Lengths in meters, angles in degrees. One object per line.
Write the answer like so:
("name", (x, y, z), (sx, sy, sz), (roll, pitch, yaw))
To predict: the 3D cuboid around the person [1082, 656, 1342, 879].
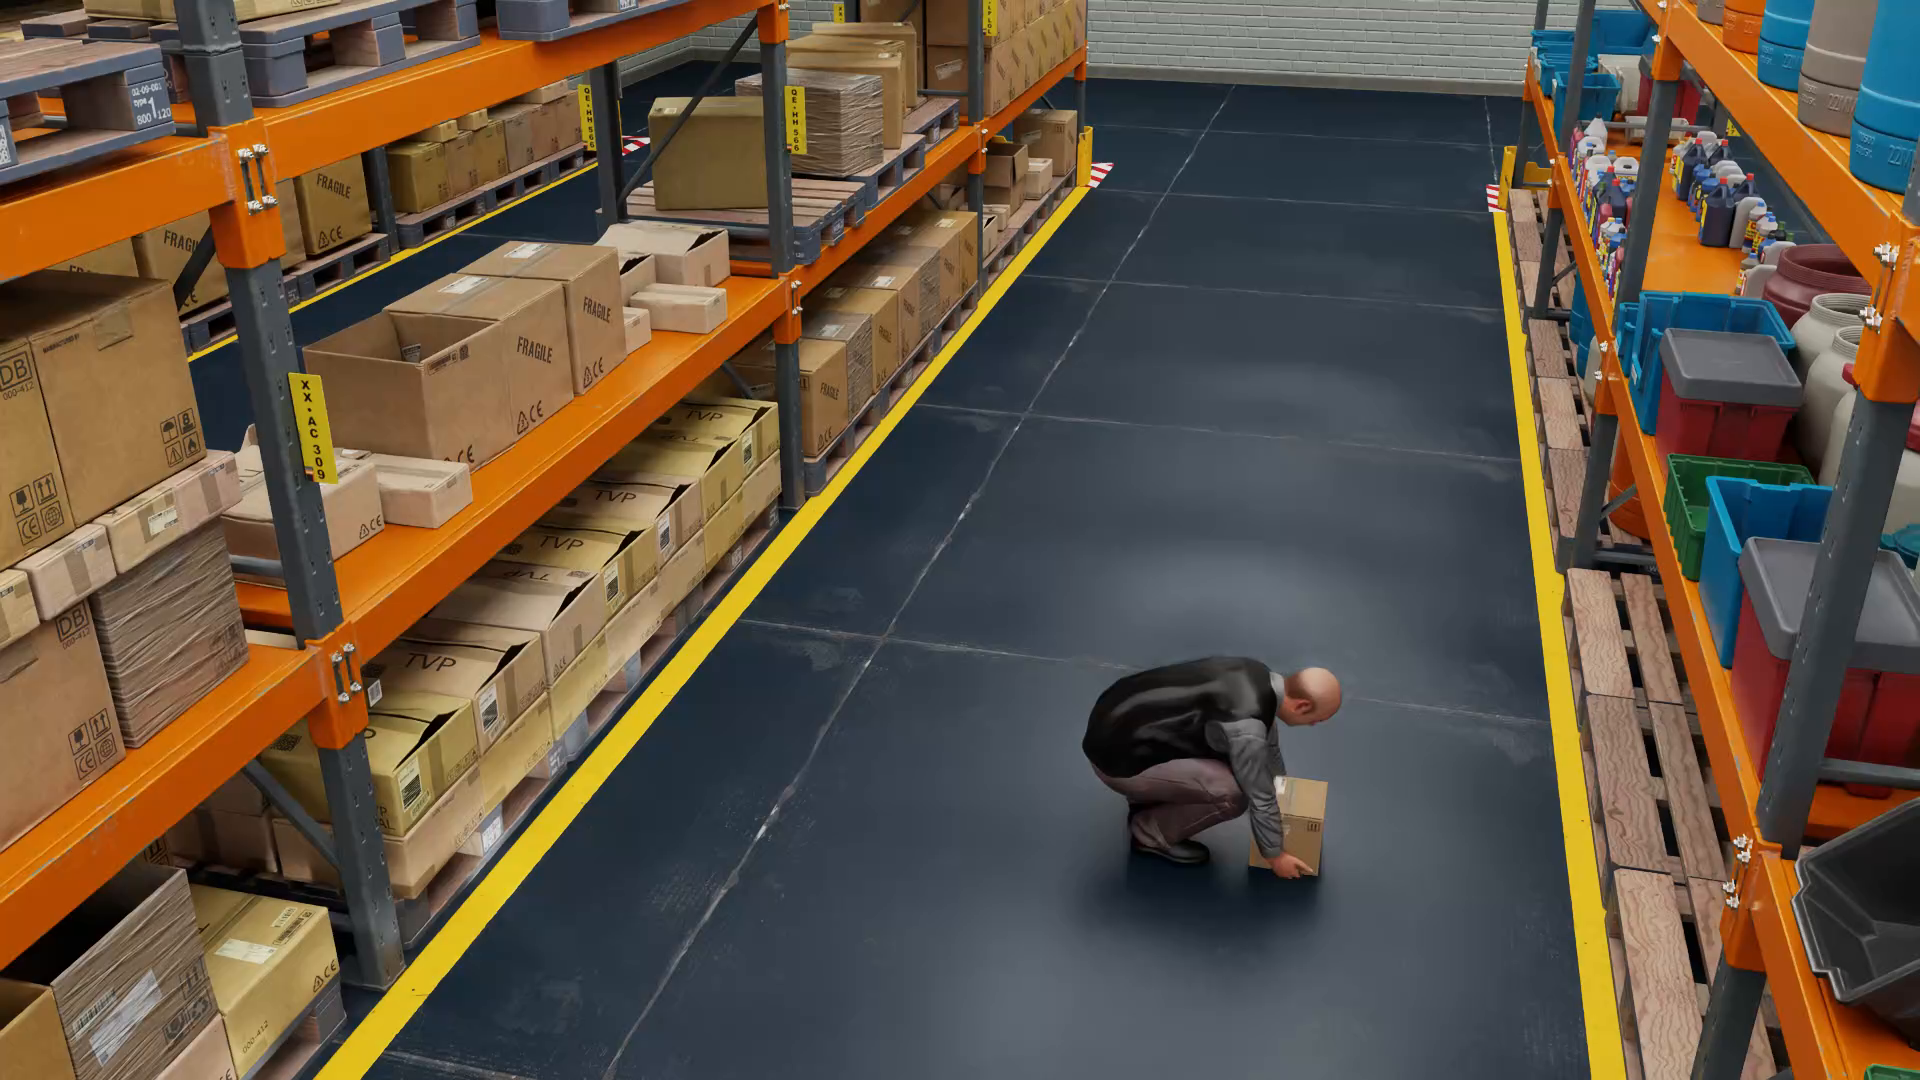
("person", (0.913, 0.817, 6.128), (0.907, 0.825, 0.519), (6, 26, 13))
